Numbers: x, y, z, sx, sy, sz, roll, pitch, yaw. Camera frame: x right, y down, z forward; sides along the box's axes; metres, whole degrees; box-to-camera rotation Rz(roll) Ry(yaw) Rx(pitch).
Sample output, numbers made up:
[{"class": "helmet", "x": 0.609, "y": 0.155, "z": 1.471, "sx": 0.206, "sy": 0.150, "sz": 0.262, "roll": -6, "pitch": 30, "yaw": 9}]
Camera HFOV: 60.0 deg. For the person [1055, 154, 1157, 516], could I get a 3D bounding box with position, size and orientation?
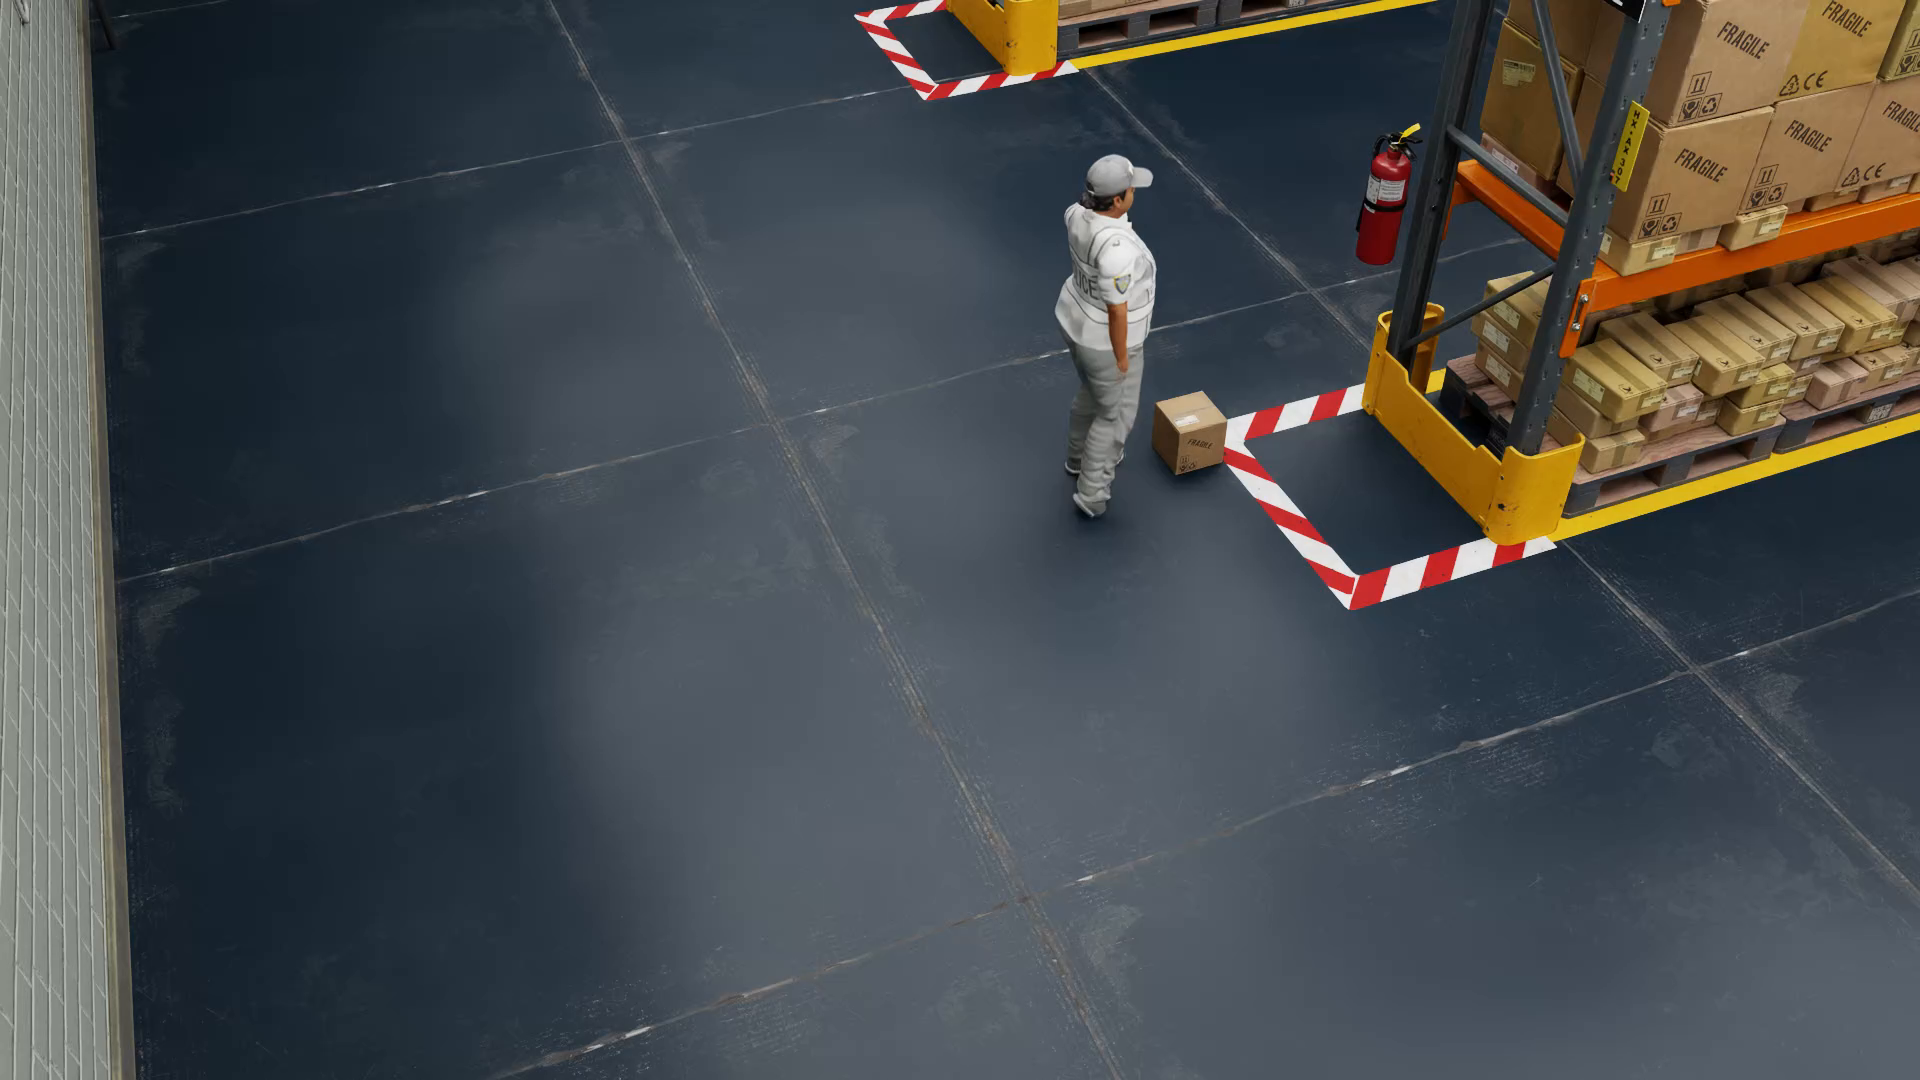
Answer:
[{"class": "person", "x": 0.627, "y": -0.859, "z": 7.194, "sx": 0.388, "sy": 1.761, "sz": 0.497, "roll": -14, "pitch": 44, "yaw": -15}]
